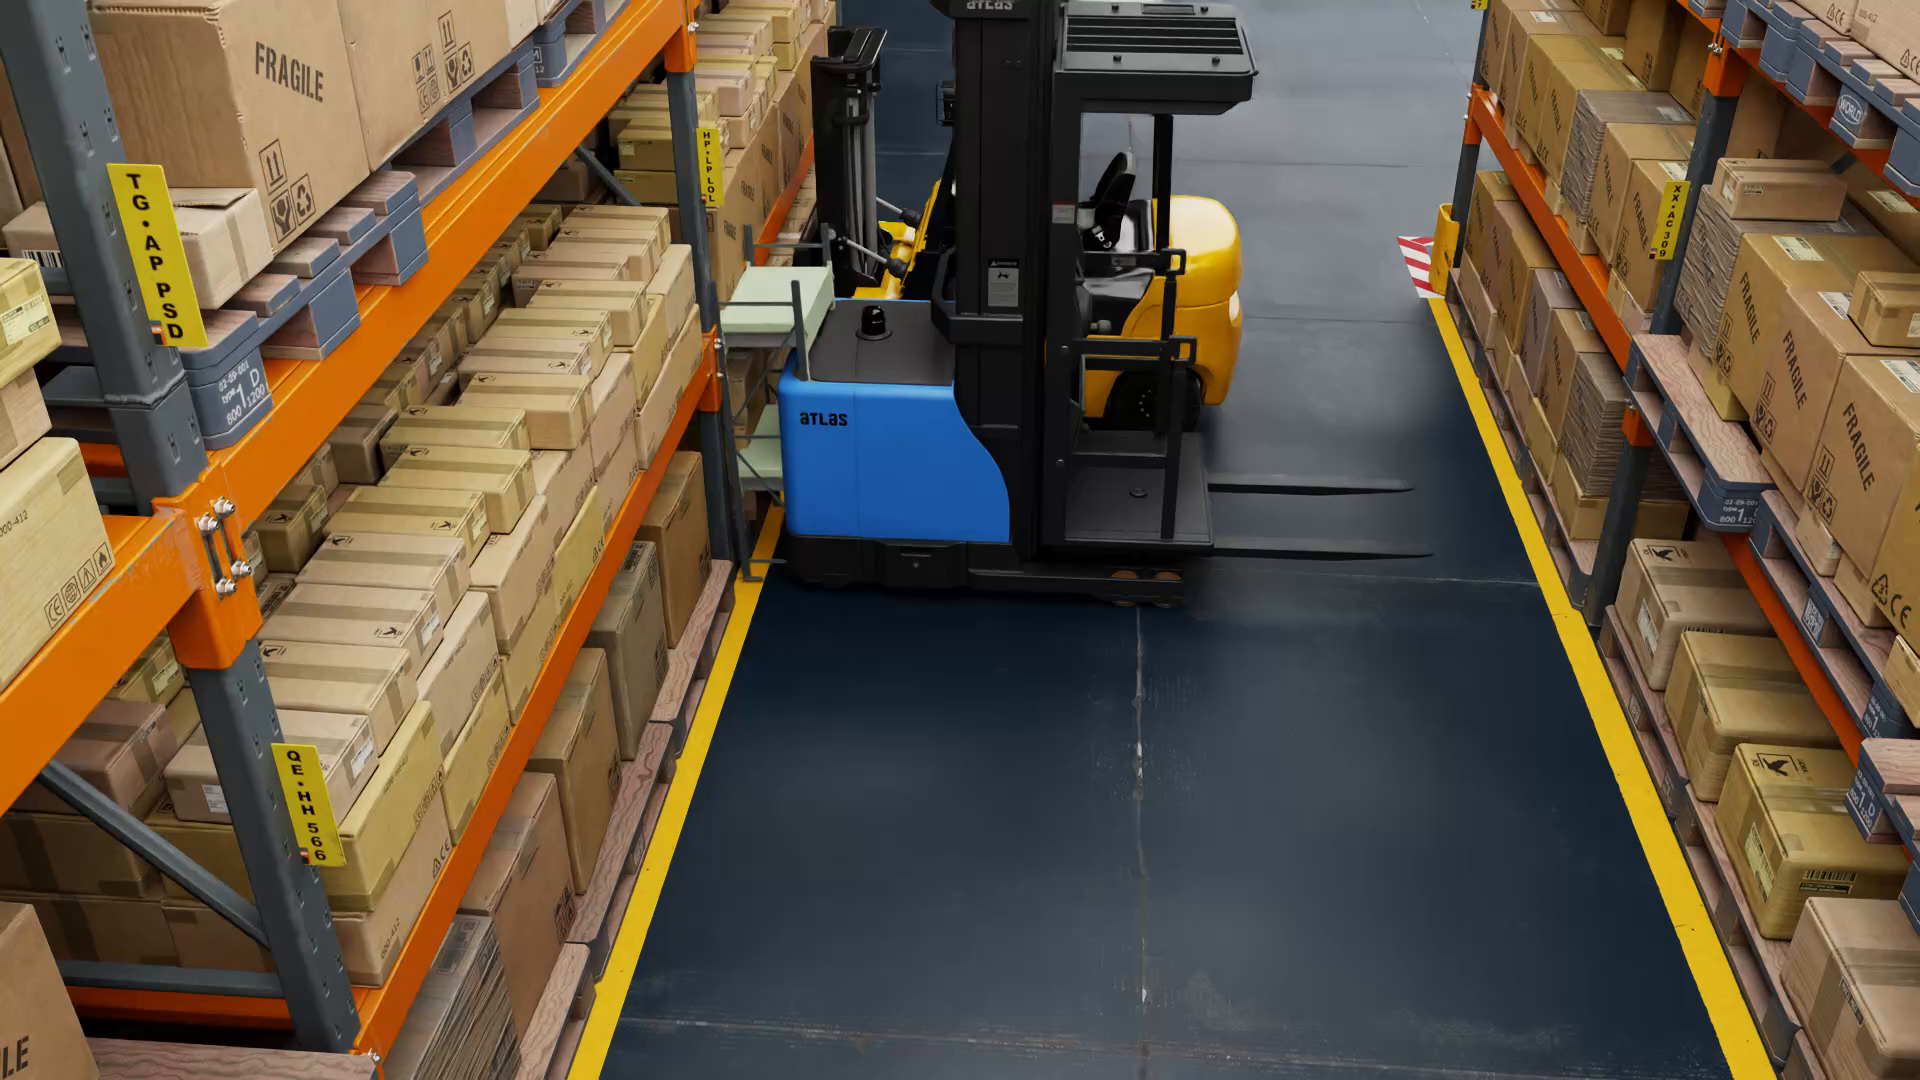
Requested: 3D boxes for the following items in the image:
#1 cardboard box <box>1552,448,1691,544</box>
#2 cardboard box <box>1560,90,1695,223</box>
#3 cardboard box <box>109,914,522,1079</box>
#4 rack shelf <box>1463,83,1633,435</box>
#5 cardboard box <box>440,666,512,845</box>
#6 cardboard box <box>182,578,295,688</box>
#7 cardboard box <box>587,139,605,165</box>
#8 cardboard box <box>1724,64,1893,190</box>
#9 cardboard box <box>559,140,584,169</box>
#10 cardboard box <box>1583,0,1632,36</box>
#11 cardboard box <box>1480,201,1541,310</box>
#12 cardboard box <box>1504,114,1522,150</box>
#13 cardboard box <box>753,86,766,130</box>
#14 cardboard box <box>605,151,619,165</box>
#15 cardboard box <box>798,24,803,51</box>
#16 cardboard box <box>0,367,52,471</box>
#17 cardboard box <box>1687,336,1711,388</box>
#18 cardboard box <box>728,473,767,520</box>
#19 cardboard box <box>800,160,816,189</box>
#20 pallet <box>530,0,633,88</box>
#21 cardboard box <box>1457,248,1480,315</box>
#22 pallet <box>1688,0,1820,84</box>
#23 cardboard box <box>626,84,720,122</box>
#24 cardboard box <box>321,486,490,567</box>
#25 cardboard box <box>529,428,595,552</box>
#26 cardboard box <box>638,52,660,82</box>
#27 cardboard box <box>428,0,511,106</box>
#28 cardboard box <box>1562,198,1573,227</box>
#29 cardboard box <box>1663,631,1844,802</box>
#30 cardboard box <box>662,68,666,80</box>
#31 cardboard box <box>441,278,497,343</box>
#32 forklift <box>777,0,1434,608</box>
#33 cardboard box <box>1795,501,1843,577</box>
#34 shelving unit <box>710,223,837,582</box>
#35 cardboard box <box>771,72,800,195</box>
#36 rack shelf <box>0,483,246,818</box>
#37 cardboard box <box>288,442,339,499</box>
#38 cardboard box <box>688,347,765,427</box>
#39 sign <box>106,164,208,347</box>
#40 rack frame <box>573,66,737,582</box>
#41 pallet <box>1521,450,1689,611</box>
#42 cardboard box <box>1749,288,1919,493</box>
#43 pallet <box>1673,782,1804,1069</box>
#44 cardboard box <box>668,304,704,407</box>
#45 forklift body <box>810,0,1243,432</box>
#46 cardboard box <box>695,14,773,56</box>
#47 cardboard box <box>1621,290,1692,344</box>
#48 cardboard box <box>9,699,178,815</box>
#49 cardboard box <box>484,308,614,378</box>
[{"bbox_3d":[3.154,-0.215,7.960,0.500,0.250,0.500,4,32,6],"label":"cardboard box"},{"bbox_3d":[3.235,-1.839,7.996,0.500,0.500,0.500,3,32,5],"label":"cardboard box"},{"bbox_3d":[-1.835,1.502,4.816,0.875,0.625,0.625,3,32,6],"label":"cardboard box"},{"bbox_3d":[3.537,-1.625,8.714,1.077,0.370,4.000,2,32,4],"label":"rack shelf"},{"bbox_3d":[-1.574,0.575,4.601,0.500,0.250,0.500,2,32,3],"label":"cardboard box"},{"bbox_3d":[-2.100,0.332,4.518,0.500,0.250,0.500,3,32,4],"label":"cardboard box"},{"bbox_3d":[-1.818,-1.726,7.478,0.380,0.149,0.250,2,32,3],"label":"cardboard box"},{"bbox_3d":[3.626,-1.702,6.820,0.700,0.500,0.500,2,32,3],"label":"cardboard box"},{"bbox_3d":[-1.849,-1.721,7.187,0.380,0.149,0.250,3,32,4],"label":"cardboard box"},{"bbox_3d":[3.827,-3.032,8.978,0.700,0.500,0.500,3,32,4],"label":"cardboard box"},{"bbox_3d":[3.319,-1.609,9.507,0.500,0.500,0.500,1,32,2],"label":"cardboard box"},{"bbox_3d":[3.290,-2.303,9.368,0.380,0.149,0.250,3,32,5],"label":"cardboard box"},{"bbox_3d":[-1.156,-2.106,8.095,0.380,0.149,0.250,2,32,3],"label":"cardboard box"},{"bbox_3d":[-1.762,-1.645,7.966,0.500,0.500,0.500,3,32,5],"label":"cardboard box"},{"bbox_3d":[-1.077,-2.774,9.179,0.380,0.149,0.250,1,32,2],"label":"cardboard box"},{"bbox_3d":[-1.688,-0.192,2.606,0.380,0.149,0.250,3,32,5],"label":"cardboard box"},{"bbox_3d":[3.014,-0.682,6.337,0.380,0.149,0.250,3,32,5],"label":"cardboard box"},{"bbox_3d":[-1.204,-0.343,8.168,0.500,0.250,0.500,3,32,4],"label":"cardboard box"},{"bbox_3d":[-1.010,-2.100,10.066,0.500,0.250,0.500,3,32,5],"label":"cardboard box"},{"bbox_3d":[-1.633,-1.830,5.683,0.805,0.209,1.217,1,32,2],"label":"pallet"},{"bbox_3d":[3.358,-1.576,10.168,0.500,0.250,0.500,2,32,4],"label":"cardboard box"},{"bbox_3d":[3.217,-1.765,5.574,1.213,0.211,1.003,2,32,4],"label":"pallet"},{"bbox_3d":[-1.309,-1.970,7.590,0.380,0.149,0.250,2,32,3],"label":"cardboard box"},{"bbox_3d":[-1.565,-0.022,4.713,0.380,0.149,0.250,3,32,5],"label":"cardboard box"},{"bbox_3d":[-1.501,-0.178,5.346,0.500,0.250,0.500,3,32,5],"label":"cardboard box"},{"bbox_3d":[-1.713,-2.389,8.271,0.380,0.149,0.250,2,32,3],"label":"cardboard box"},{"bbox_3d":[-1.515,-1.446,4.287,0.500,0.500,0.500,3,32,5],"label":"cardboard box"},{"bbox_3d":[3.226,-1.624,8.265,0.380,0.149,0.250,2,32,3],"label":"cardboard box"},{"bbox_3d":[3.278,0.704,6.352,0.950,0.372,0.625,4,32,7],"label":"cardboard box"},{"bbox_3d":[-1.679,-2.400,8.571,0.380,0.149,0.250,1,32,2],"label":"cardboard box"},{"bbox_3d":[-1.912,-0.837,6.035,0.380,0.149,0.250,2,32,4],"label":"cardboard box"},{"bbox_3d":[0.714,-1.222,7.439,3.031,2.935,1.130,2,32,3],"label":"forklift"},{"bbox_3d":[2.880,-0.002,5.233,0.380,0.149,0.250,4,32,6],"label":"cardboard box"},{"bbox_3d":[-0.821,-0.642,7.822,0.431,1.500,0.755,1,30,6],"label":"shelving unit"},{"bbox_3d":[-1.149,-2.159,8.800,0.500,0.500,0.500,3,32,4],"label":"cardboard box"},{"bbox_3d":[-2.062,1.071,1.480,1.077,0.370,4.000,2,32,4],"label":"rack shelf"},{"bbox_3d":[-2.096,-0.175,4.961,0.380,0.149,0.250,2,32,3],"label":"cardboard box"},{"bbox_3d":[-1.222,-0.769,7.907,0.500,0.250,0.500,2,32,3],"label":"cardboard box"},{"bbox_3d":[-1.359,-0.477,2.813,0.100,0.325,0.005,2,32,4],"label":"sign"},{"bbox_3d":[-1.574,-1.096,7.169,1.000,3.000,0.127,2,32,4],"label":"rack frame"},{"bbox_3d":[3.393,-0.051,8.132,1.003,0.211,1.213,2,32,4],"label":"pallet"},{"bbox_3d":[2.956,-0.481,5.392,0.500,0.500,0.500,2,32,4],"label":"cardboard box"},{"bbox_3d":[3.215,1.348,5.861,1.003,0.211,1.213,2,32,4],"label":"pallet"},{"bbox_3d":[-1.354,-0.757,6.763,0.500,0.250,0.500,3,32,5],"label":"cardboard box"},{"bbox_3d":[0.416,-1.757,9.051,2.313,2.155,1.214,2,32,4],"label":"forklift body"},{"bbox_3d":[-1.186,-2.634,8.668,0.380,0.149,0.250,3,32,5],"label":"cardboard box"},{"bbox_3d":[3.096,-0.960,7.188,0.380,0.149,0.250,2,32,3],"label":"cardboard box"},{"bbox_3d":[-2.075,0.498,3.869,0.380,0.149,0.250,3,32,6],"label":"cardboard box"},{"bbox_3d":[-1.429,-0.688,5.793,0.380,0.149,0.250,2,32,3],"label":"cardboard box"}]
